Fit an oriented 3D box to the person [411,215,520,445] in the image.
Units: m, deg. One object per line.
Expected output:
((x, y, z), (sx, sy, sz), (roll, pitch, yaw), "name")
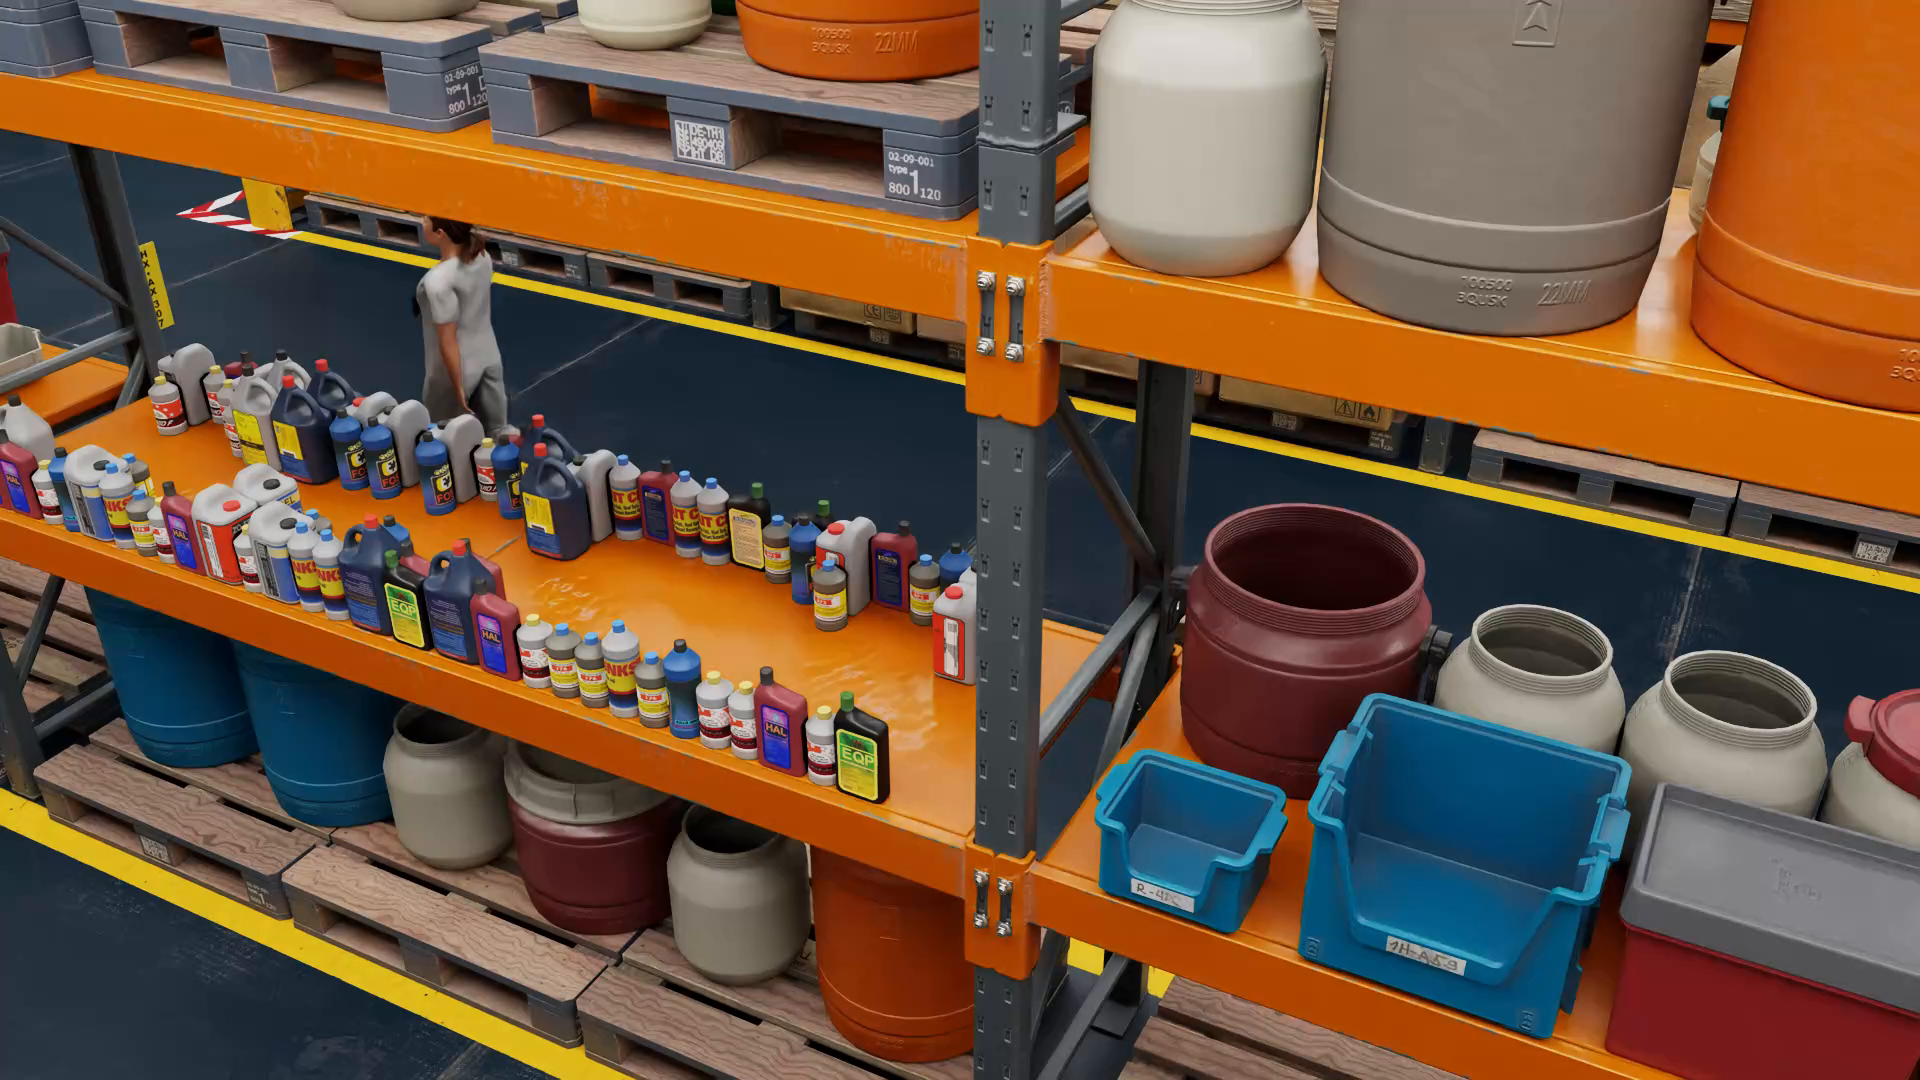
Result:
((-2.175, -0.760, 7.430), (0.856, 1.639, 0.436), (13, 32, 21), "person")
